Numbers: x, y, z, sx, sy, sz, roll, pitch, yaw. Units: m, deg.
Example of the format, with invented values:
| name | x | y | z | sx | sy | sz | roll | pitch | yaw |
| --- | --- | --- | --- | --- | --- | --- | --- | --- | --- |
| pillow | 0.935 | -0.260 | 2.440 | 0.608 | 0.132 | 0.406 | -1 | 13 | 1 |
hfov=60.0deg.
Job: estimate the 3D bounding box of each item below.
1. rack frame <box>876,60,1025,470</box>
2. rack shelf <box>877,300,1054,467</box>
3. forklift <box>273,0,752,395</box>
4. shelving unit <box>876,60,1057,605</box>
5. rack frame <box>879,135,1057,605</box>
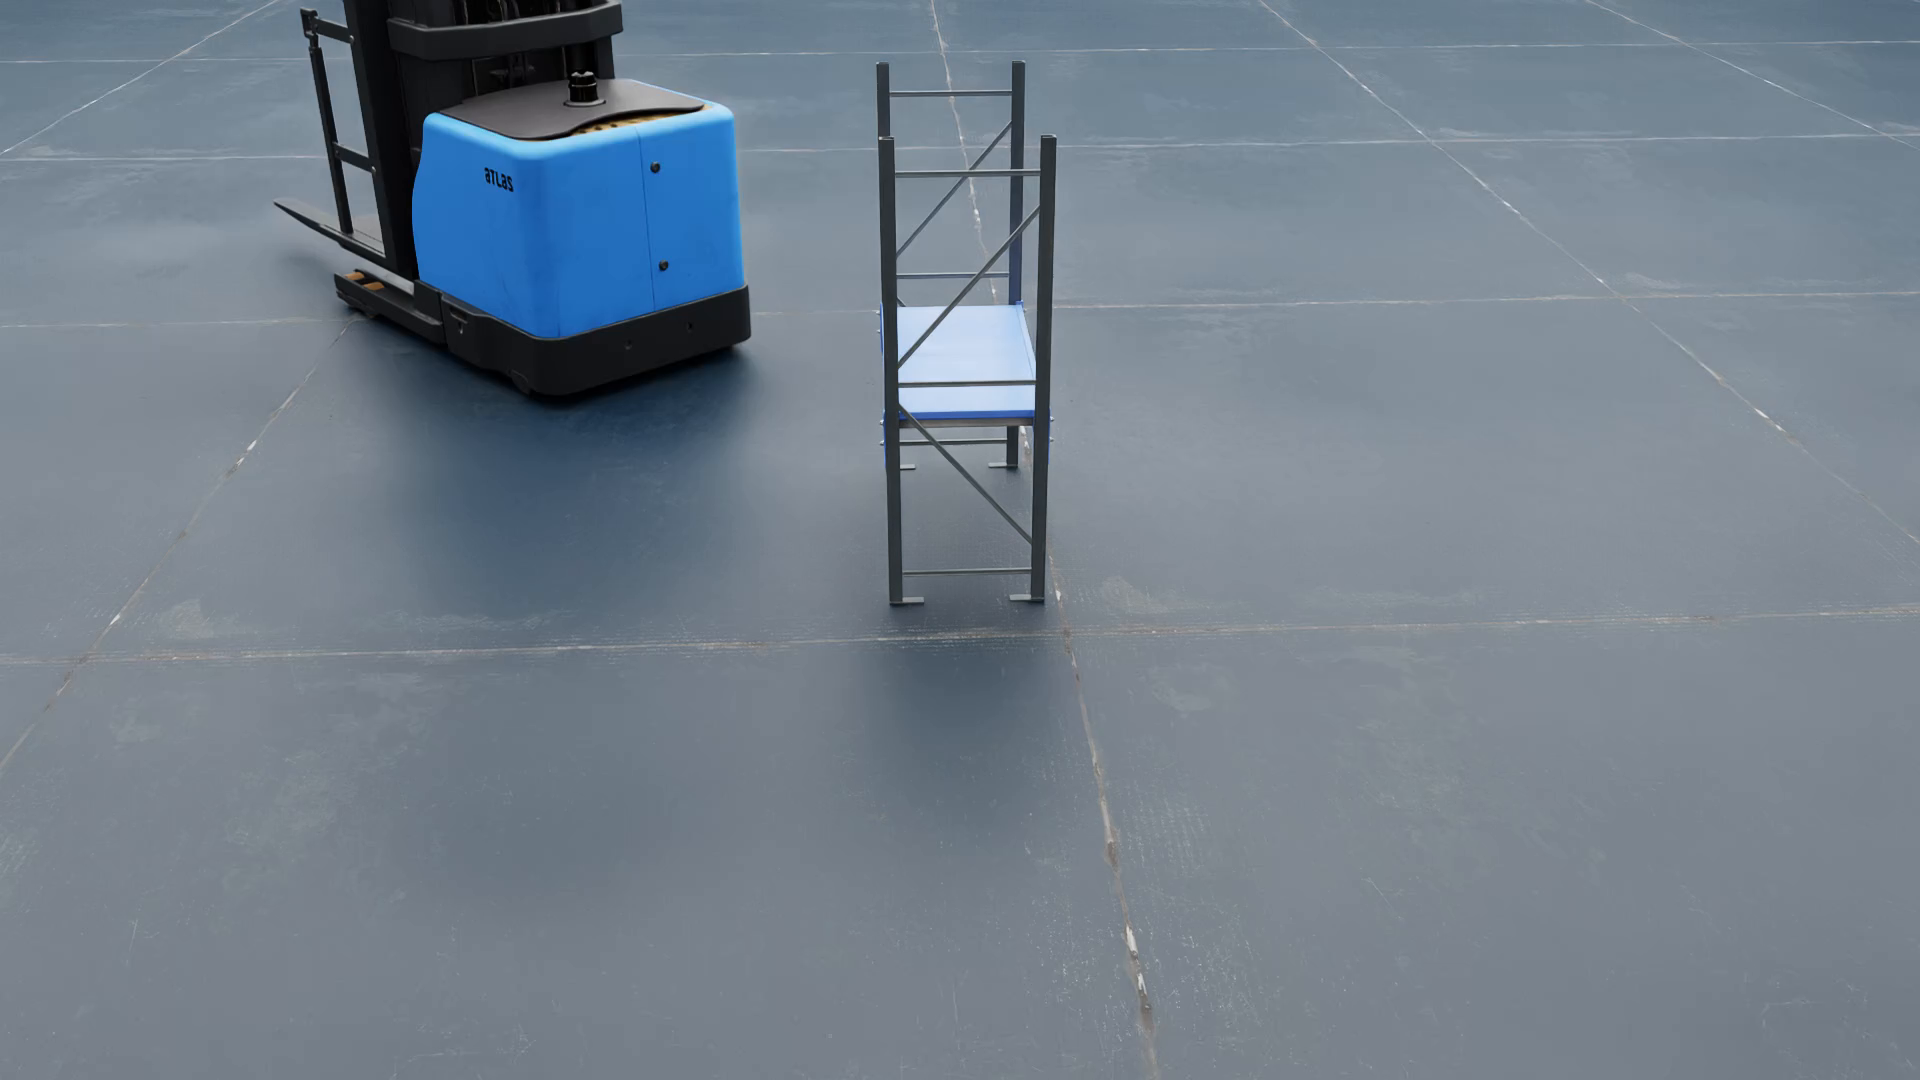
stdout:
| name | x | y | z | sx | sy | sz | roll | pitch | yaw |
| --- | --- | --- | --- | --- | --- | --- | --- | --- | --- |
| rack frame | -0.031 | -0.939 | 5.929 | 0.500 | 1.500 | 0.032 | -1 | 28 | -3 |
| rack shelf | -0.004 | -0.545 | 5.562 | 0.538 | 0.185 | 1.000 | -1 | 28 | -3 |
| forklift | -2.296 | -2.473 | 7.322 | 1.130 | 2.935 | 3.031 | -24 | 36 | -38 |
| shelving unit | -0.004 | -0.704 | 5.479 | 0.538 | 1.500 | 1.048 | -1 | 28 | -3 |
| rack frame | 0.022 | -0.470 | 5.029 | 0.500 | 1.500 | 0.032 | -1 | 28 | -3 |
